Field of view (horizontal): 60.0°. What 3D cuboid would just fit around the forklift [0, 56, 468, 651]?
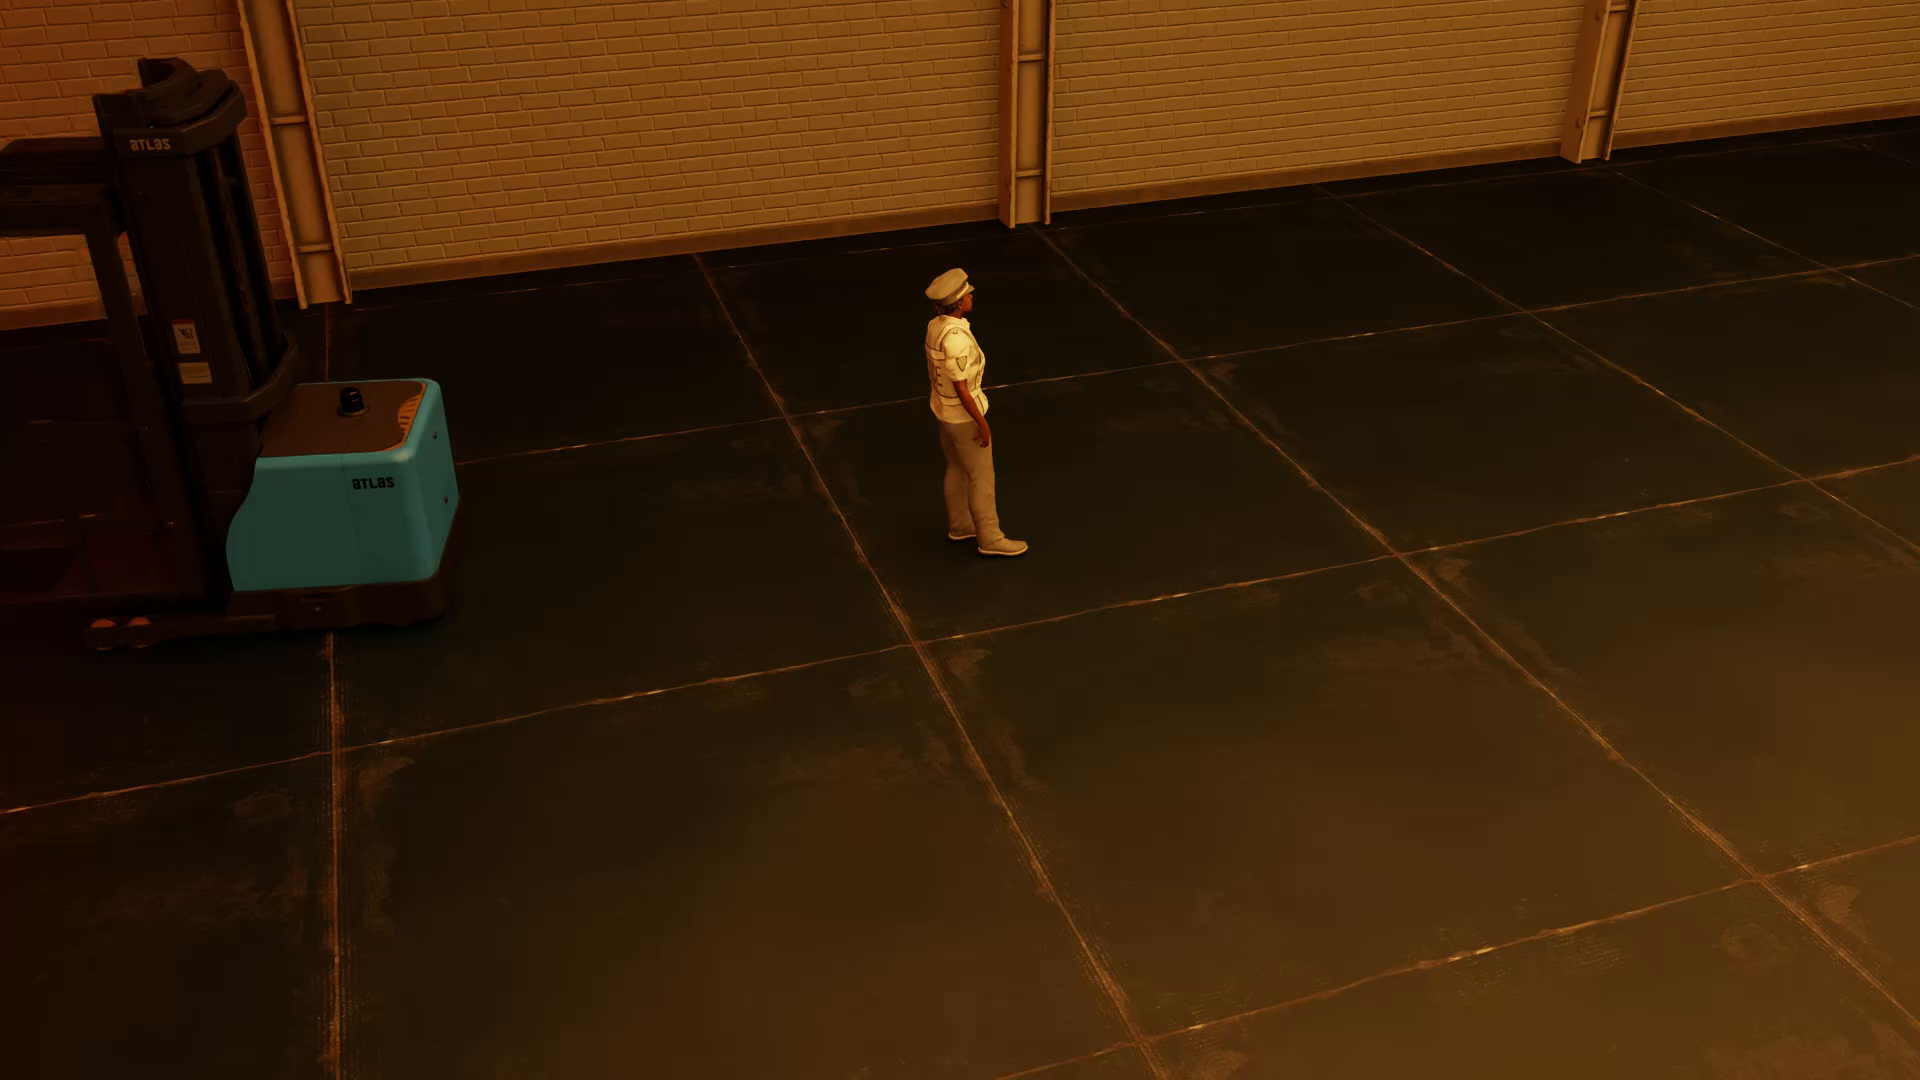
[{"bbox_3d":[-4.403,-0.951,8.741,3.031,2.935,1.130,-3,30,-6],"label":"forklift"}]

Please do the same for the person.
[{"bbox_3d":[0.077,-0.743,9.604,0.530,1.694,0.569,-10,31,-16],"label":"person"}]
